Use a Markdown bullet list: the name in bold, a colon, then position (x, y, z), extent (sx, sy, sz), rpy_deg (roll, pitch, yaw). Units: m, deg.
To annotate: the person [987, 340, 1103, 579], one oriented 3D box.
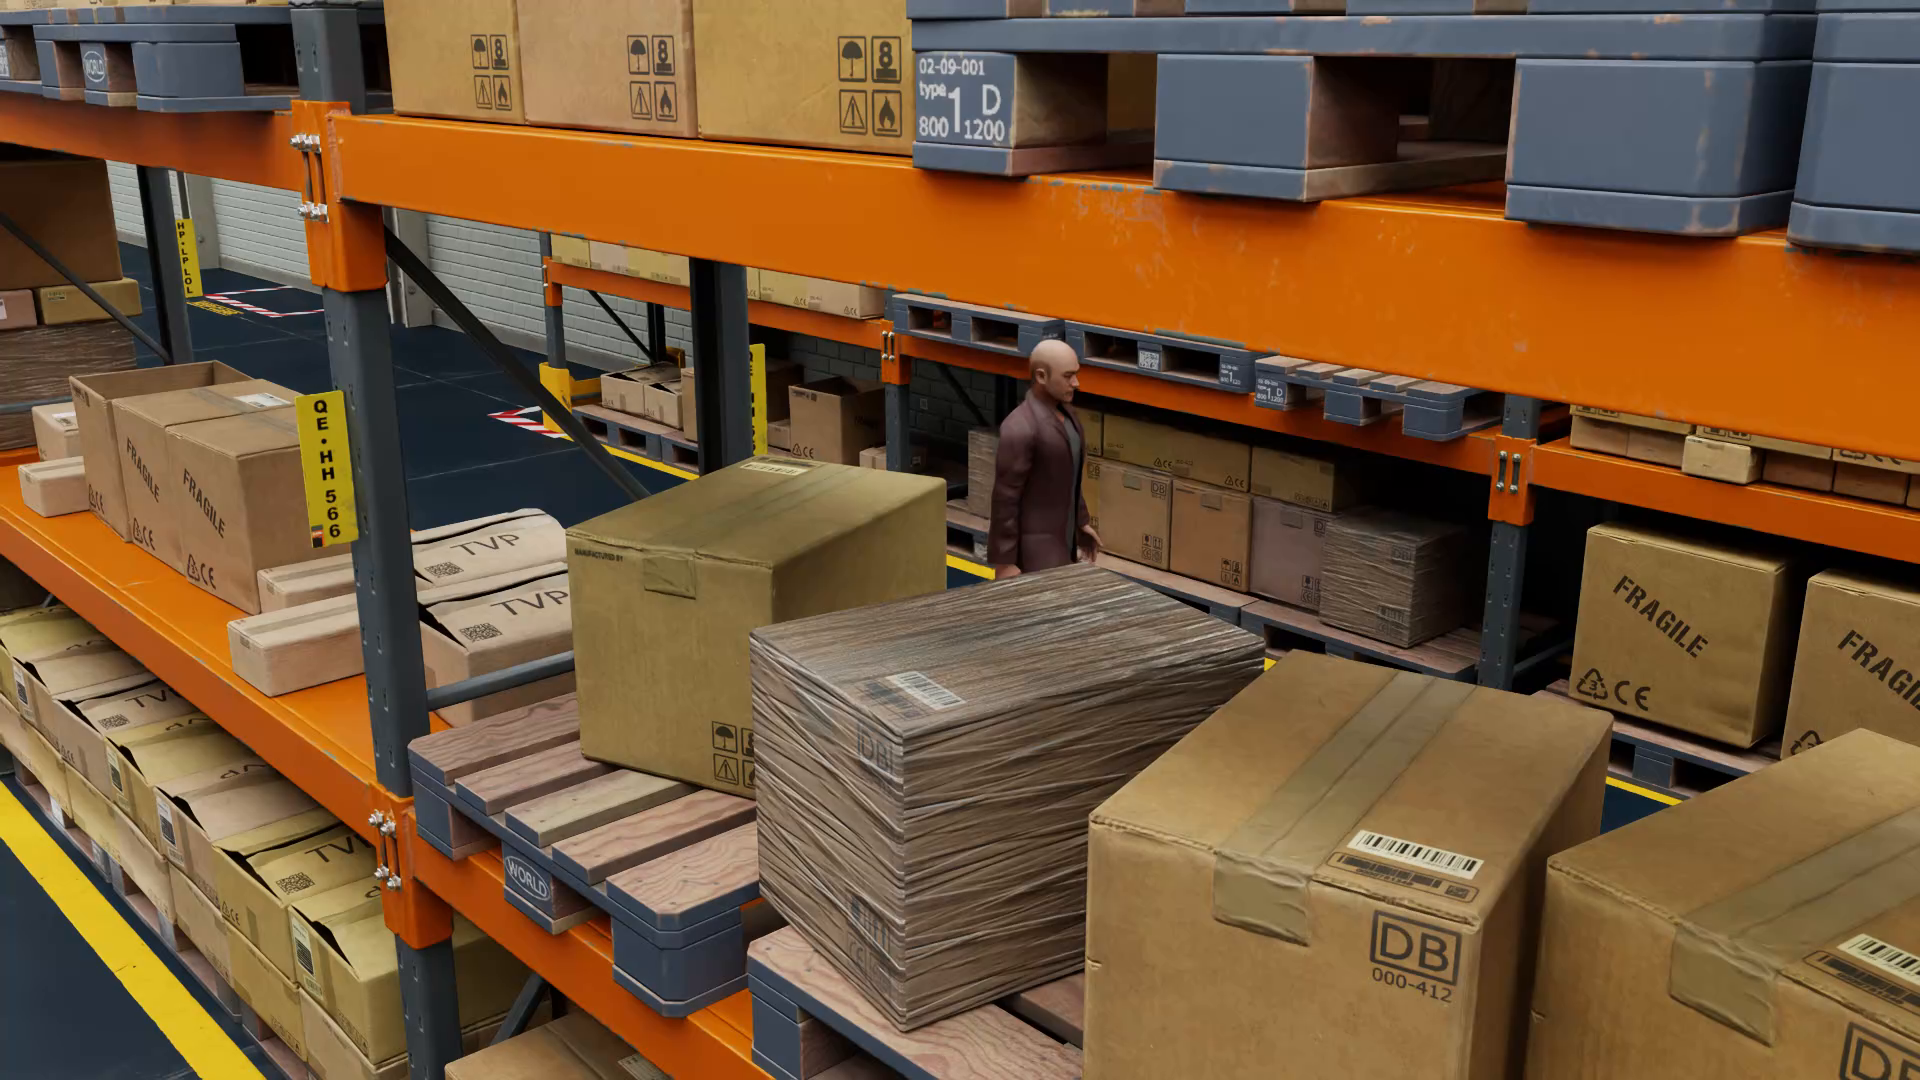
- **person**: position (0.317, 0.023, 7.008), extent (0.809, 1.760, 0.684), rpy_deg (7, 18, 21)
